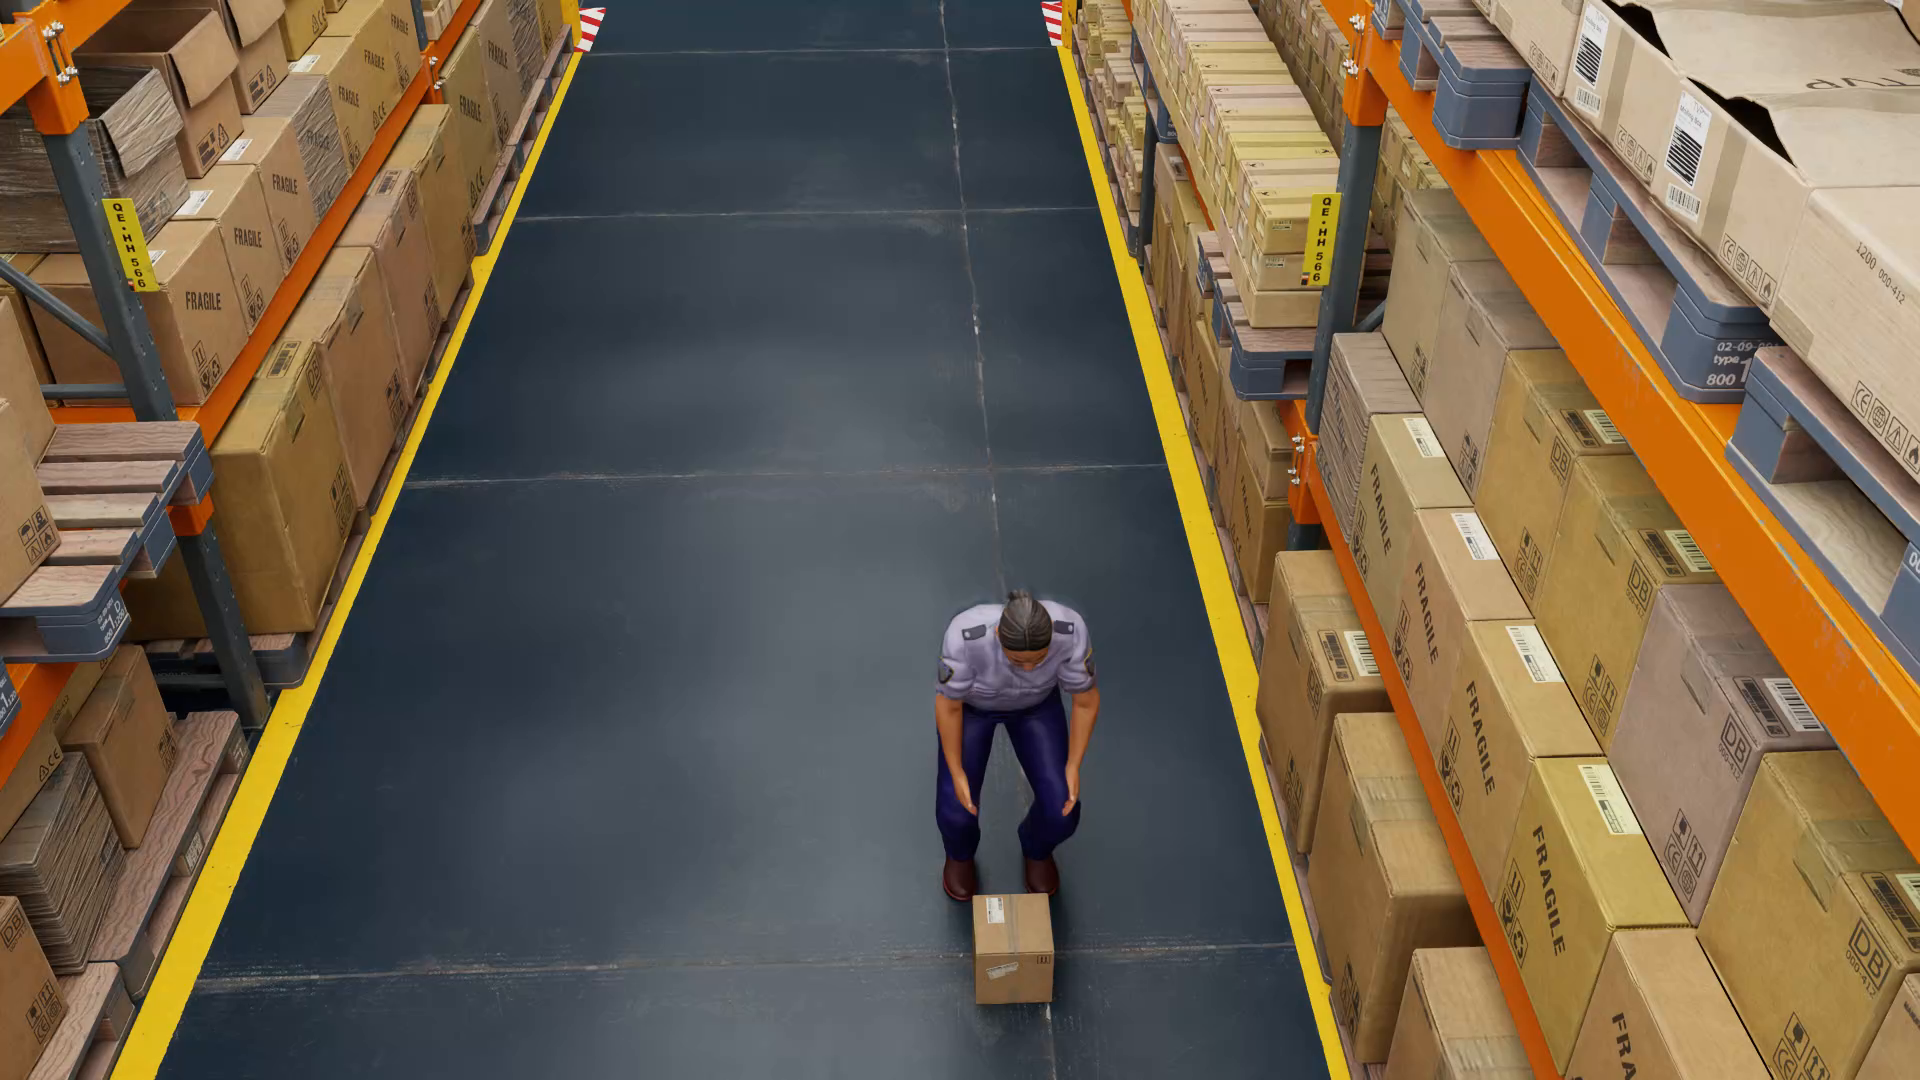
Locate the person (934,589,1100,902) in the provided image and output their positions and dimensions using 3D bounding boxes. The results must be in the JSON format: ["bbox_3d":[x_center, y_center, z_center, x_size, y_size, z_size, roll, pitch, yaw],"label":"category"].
[{"bbox_3d":[0.179,0.628,5.504,0.533,1.395,0.636,-2,35,-2],"label":"person"}]
